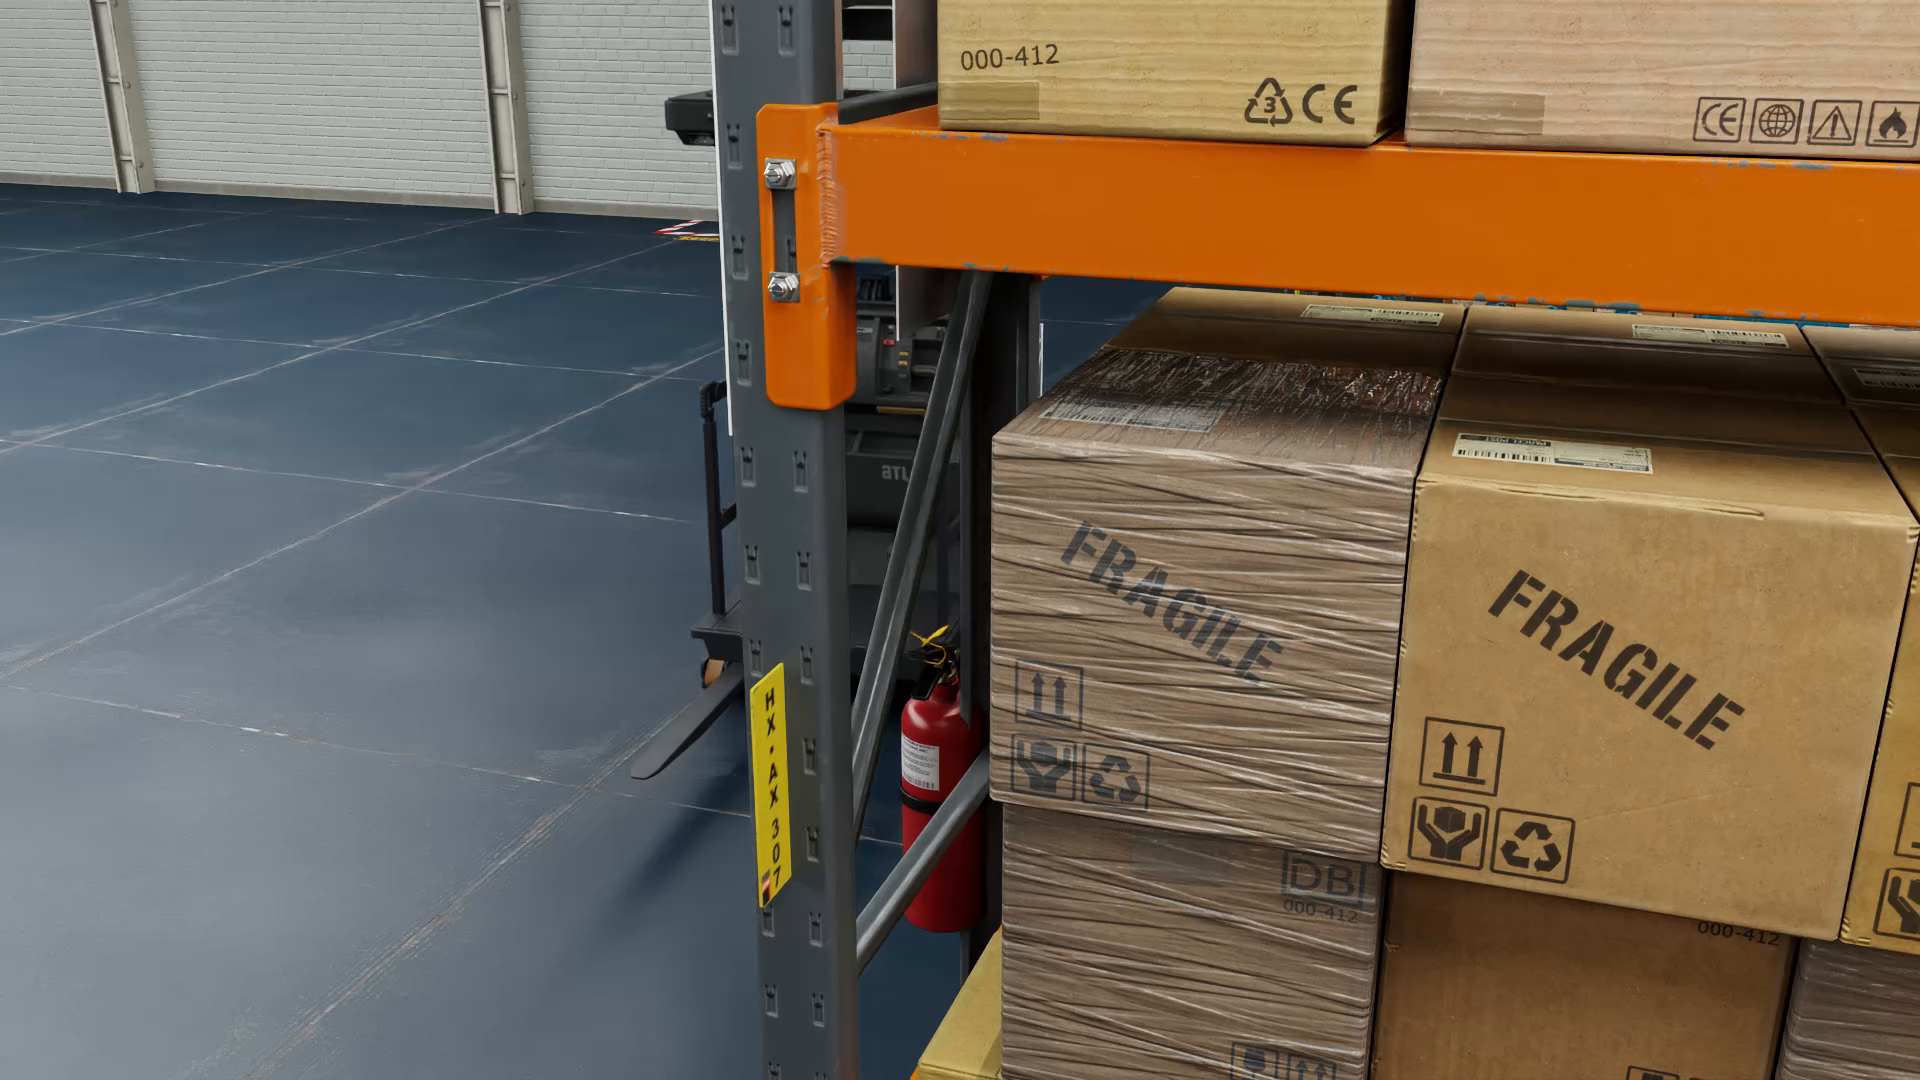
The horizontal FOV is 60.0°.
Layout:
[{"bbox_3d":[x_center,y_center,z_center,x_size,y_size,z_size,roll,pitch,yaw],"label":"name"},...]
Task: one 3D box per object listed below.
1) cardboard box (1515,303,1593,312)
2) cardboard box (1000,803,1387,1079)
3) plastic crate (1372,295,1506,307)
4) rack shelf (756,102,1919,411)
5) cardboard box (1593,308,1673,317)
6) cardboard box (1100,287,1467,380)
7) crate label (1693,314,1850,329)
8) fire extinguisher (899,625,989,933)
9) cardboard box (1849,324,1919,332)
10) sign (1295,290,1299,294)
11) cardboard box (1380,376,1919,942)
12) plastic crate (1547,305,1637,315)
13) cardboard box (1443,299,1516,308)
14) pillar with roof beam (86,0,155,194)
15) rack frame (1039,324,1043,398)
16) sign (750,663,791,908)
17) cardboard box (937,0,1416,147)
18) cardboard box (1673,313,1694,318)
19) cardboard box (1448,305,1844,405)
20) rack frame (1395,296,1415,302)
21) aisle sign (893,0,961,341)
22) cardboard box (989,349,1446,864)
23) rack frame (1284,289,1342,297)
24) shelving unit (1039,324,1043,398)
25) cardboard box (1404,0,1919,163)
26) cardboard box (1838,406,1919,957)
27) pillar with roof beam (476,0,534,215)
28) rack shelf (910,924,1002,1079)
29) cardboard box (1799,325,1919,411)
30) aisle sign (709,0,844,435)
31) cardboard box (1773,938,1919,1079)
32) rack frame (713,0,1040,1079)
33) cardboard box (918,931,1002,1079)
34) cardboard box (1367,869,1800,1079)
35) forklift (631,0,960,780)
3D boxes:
[{"bbox_3d":[4.085,-1.581,11.454,0.500,0.500,0.500,7,20,18],"label":"cardboard box"},{"bbox_3d":[0.435,0.453,2.617,0.500,0.500,0.875,7,20,18],"label":"cardboard box"},{"bbox_3d":[2.121,-0.936,7.431,0.616,0.251,0.499,7,20,18],"label":"plastic crate"},{"bbox_3d":[1.814,-0.288,1.882,4.000,0.370,1.077,7,20,18],"label":"rack shelf"},{"bbox_3d":[4.562,-1.531,11.311,0.500,0.500,0.500,7,20,18],"label":"cardboard box"},{"bbox_3d":[0.525,-0.105,2.697,0.500,0.500,0.500,7,20,18],"label":"cardboard box"},{"bbox_3d":[3.377,-0.870,6.960,0.616,0.435,0.502,7,20,18],"label":"crate label"},{"bbox_3d":[-0.033,0.453,3.336,0.183,0.674,0.296,7,20,18],"label":"fire extinguisher"},{"bbox_3d":[5.979,-1.369,10.847,0.500,0.500,0.500,7,20,18],"label":"cardboard box"},{"bbox_3d":[1.365,-0.928,6.760,0.005,0.325,0.100,7,20,18],"label":"sign"},{"bbox_3d":[0.824,0.113,2.072,0.500,0.500,0.500,7,20,18],"label":"cardboard box"},{"bbox_3d":[2.732,-0.864,7.225,0.408,0.251,0.499,7,20,18],"label":"plastic crate"},{"bbox_3d":[3.783,-1.796,12.071,0.500,0.500,0.500,7,20,18],"label":"cardboard box"},{"bbox_3d":[-12.670,-7.680,17.437,0.400,9.000,9.100,7,20,18],"label":"pillar with roof beam"},{"bbox_3d":[0.387,-0.522,8.752,0.015,1.200,0.240,7,20,18],"label":"rack frame"},{"bbox_3d":[-0.254,0.332,2.250,0.005,0.325,0.100,7,20,18],"label":"sign"},{"bbox_3d":[0.295,-0.641,2.028,0.500,0.250,0.500,7,20,20],"label":"cardboard box"},{"bbox_3d":[5.028,-1.471,11.140,0.500,0.500,0.500,7,20,18],"label":"cardboard box"},{"bbox_3d":[0.999,-0.053,2.547,0.500,0.500,0.500,7,20,18],"label":"cardboard box"},{"bbox_3d":[3.179,-2.507,11.712,0.127,3.000,1.000,7,20,18],"label":"rack frame"},{"bbox_3d":[-0.036,-0.755,2.736,0.004,0.787,0.394,7,20,18],"label":"aisle sign"},{"bbox_3d":[0.354,0.057,2.233,0.500,0.500,0.500,7,20,18],"label":"cardboard box"},{"bbox_3d":[1.550,-0.968,7.295,0.127,3.000,1.000,7,20,18],"label":"rack frame"},{"bbox_3d":[0.156,-0.549,8.827,0.503,1.200,0.258,7,20,18],"label":"shelving unit"},{"bbox_3d":[0.784,-0.587,1.874,0.500,0.250,0.500,6,20,17],"label":"cardboard box"},{"bbox_3d":[1.297,0.167,1.919,0.500,0.500,0.500,7,20,18],"label":"cardboard box"},{"bbox_3d":[-7.002,-7.032,15.578,0.400,9.000,9.100,7,20,18],"label":"pillar with roof beam"},{"bbox_3d":[1.814,1.128,2.376,4.000,0.370,1.077,7,20,18],"label":"rack shelf"},{"bbox_3d":[1.471,0.002,2.390,0.500,0.500,0.500,7,20,18],"label":"cardboard box"},{"bbox_3d":[-0.233,-0.569,2.201,0.004,0.787,0.394,7,20,18],"label":"aisle sign"},{"bbox_3d":[1.405,0.537,2.375,0.500,0.500,0.875,7,20,18],"label":"cardboard box"},{"bbox_3d":[-0.077,0.573,2.874,0.053,2.616,0.949,7,20,18],"label":"rack frame"},{"bbox_3d":[0.115,0.796,2.617,0.250,0.149,0.380,7,20,18],"label":"cardboard box"},{"bbox_3d":[0.947,0.469,2.569,0.500,0.500,0.875,7,20,18],"label":"cardboard box"},{"bbox_3d":[-0.485,-0.780,6.862,1.130,2.935,3.031,5,20,13],"label":"forklift"}]
